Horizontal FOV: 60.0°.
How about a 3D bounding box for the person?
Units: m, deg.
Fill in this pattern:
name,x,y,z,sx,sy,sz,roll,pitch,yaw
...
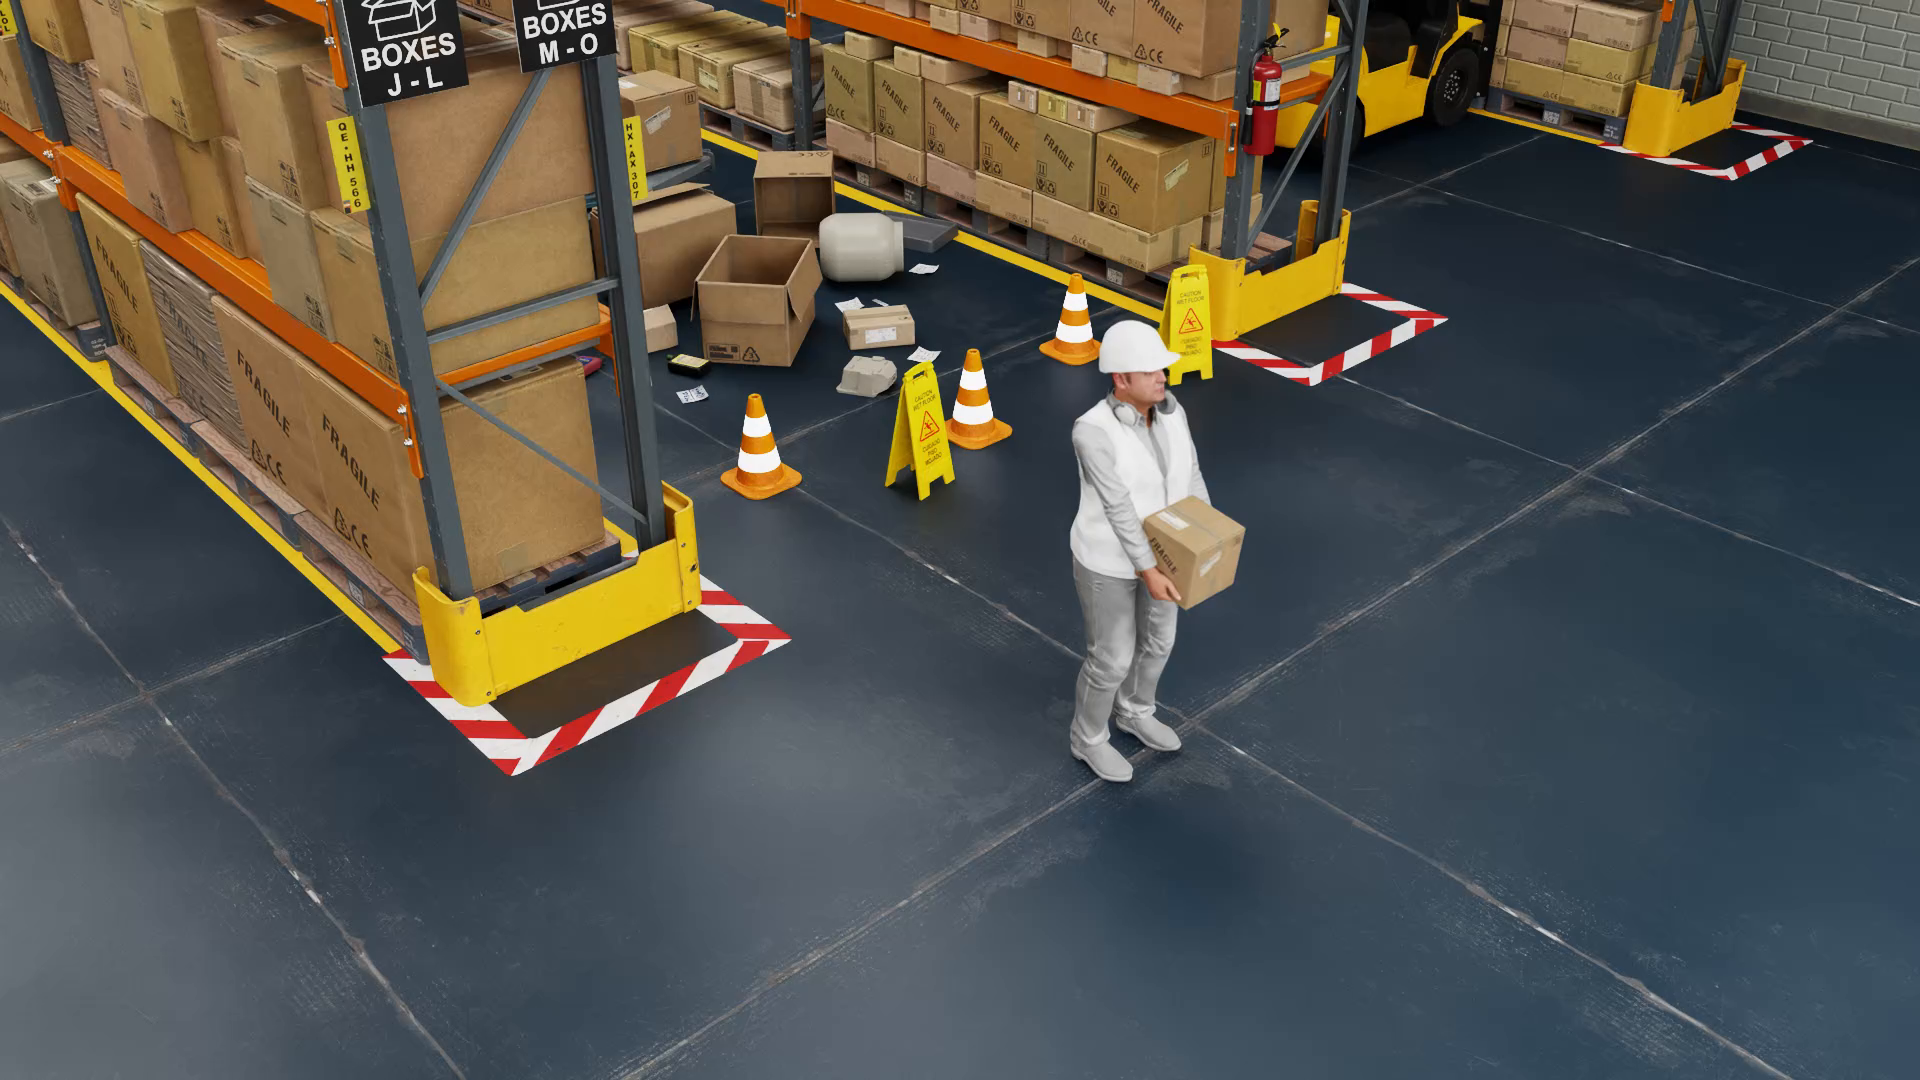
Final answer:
name,x,y,z,sx,sy,sz,roll,pitch,yaw
person,0.689,0.077,5.992,0.494,1.764,0.548,-25,39,-34
